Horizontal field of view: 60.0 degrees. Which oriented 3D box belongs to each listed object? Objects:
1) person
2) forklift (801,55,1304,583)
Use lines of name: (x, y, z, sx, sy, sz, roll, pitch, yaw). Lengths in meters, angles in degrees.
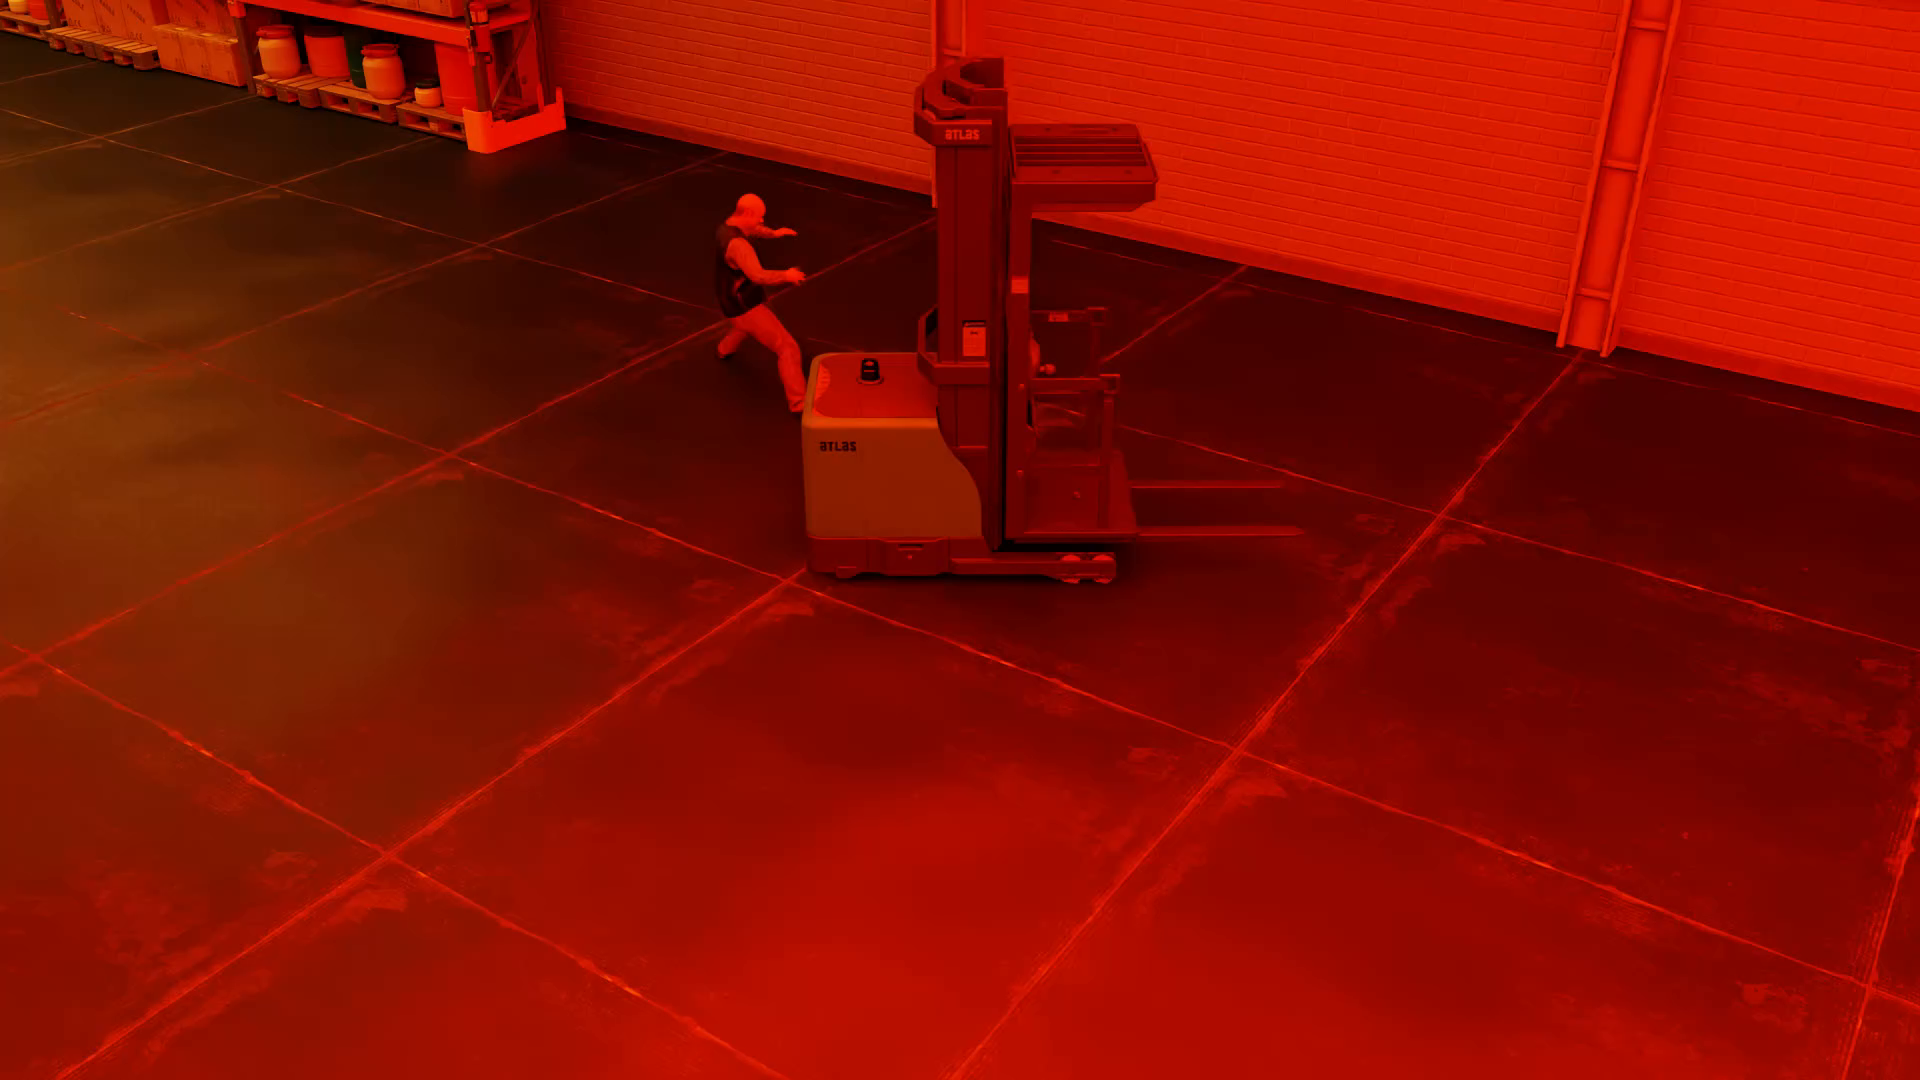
person: (-1.423, -1.812, 12.116, 0.735, 1.506, 1.298, -8, 31, -13)
forklift: (0.579, -1.275, 9.777, 3.031, 2.935, 1.130, 0, 30, 0)
